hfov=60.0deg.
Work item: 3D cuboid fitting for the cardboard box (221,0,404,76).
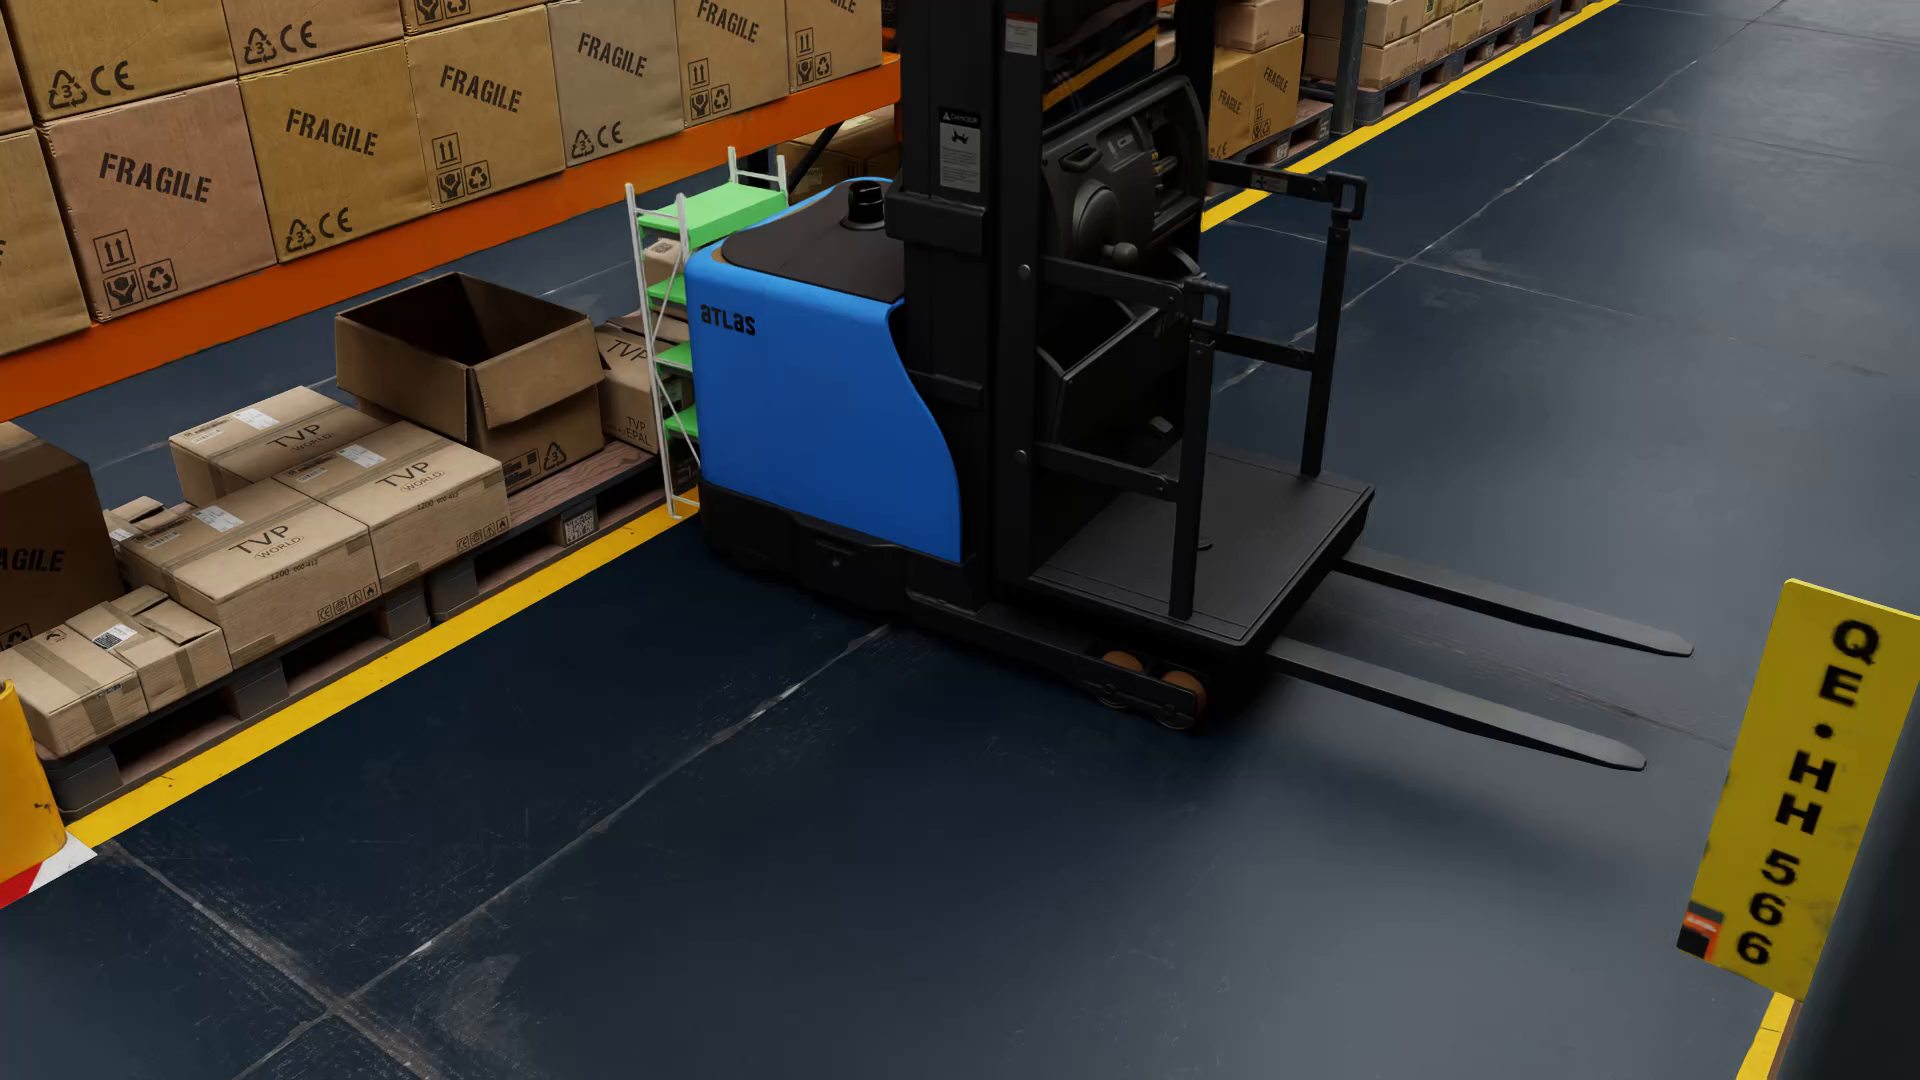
[{"bbox_3d":[-1.858,-1.559,4.360,0.500,0.500,0.500,22,37,32],"label":"cardboard box"}]

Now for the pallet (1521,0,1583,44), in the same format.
[{"bbox_3d":[3.879,-3.937,12.186,1.003,0.211,1.213,21,37,31],"label":"pallet"}]

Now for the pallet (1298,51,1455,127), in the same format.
[{"bbox_3d":[2.406,-2.945,10.512,1.003,0.211,1.213,21,37,31],"label":"pallet"}]

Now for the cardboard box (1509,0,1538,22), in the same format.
[{"bbox_3d":[3.658,-3.775,11.462,0.500,0.250,0.500,22,37,32],"label":"cardboard box"}]

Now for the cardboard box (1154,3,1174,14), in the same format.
[{"bbox_3d":[1.375,-2.839,9.618,0.500,0.500,0.500,23,38,33],"label":"cardboard box"}]

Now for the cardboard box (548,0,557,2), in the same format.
[{"bbox_3d":[-1.247,-1.970,5.054,0.500,0.500,0.500,21,37,32],"label":"cardboard box"}]

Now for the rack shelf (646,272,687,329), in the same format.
[{"bbox_3d":[-0.813,-0.836,5.623,0.258,0.148,0.480,17,34,31],"label":"rack shelf"}]

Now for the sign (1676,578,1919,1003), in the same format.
[{"bbox_3d":[0.576,0.180,1.136,0.100,0.325,0.005,21,37,31],"label":"sign"}]

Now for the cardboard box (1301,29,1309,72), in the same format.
[{"bbox_3d":[2.001,-3.109,10.339,0.500,0.250,0.500,22,37,32],"label":"cardboard box"}]

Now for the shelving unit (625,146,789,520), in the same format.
[{"bbox_3d":[-0.807,-0.681,5.708,0.258,1.200,0.503,17,34,31],"label":"shelving unit"}]

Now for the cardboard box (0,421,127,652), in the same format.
[{"bbox_3d":[-2.820,0.019,4.796,0.500,0.500,0.500,21,37,31],"label":"cardboard box"}]

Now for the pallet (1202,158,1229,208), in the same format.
[{"bbox_3d":[0.660,-1.837,8.643,1.003,0.211,1.213,21,37,31],"label":"pallet"}]

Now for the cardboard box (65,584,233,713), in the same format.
[{"bbox_3d":[-2.274,0.293,4.661,0.380,0.166,0.250,21,37,31],"label":"cardboard box"}]

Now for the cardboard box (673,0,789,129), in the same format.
[{"bbox_3d":[-0.944,-1.747,5.658,0.500,0.500,0.500,22,37,33],"label":"cardboard box"}]

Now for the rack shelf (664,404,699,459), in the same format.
[{"bbox_3d":[-0.797,-0.415,5.853,0.258,0.148,0.480,17,34,31],"label":"rack shelf"}]

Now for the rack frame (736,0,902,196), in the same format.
[{"bbox_3d":[-0.537,-2.196,6.514,1.000,3.000,0.127,21,37,31],"label":"rack frame"}]

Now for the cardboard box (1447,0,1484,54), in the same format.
[{"bbox_3d":[3.040,-3.360,10.763,0.500,0.250,0.500,20,36,30],"label":"cardboard box"}]

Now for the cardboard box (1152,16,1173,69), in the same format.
[{"bbox_3d":[0.855,-2.365,8.083,0.500,0.250,0.500,20,36,30],"label":"cardboard box"}]

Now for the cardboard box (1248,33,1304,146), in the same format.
[{"bbox_3d":[1.500,-2.484,9.019,0.500,0.500,0.500,23,37,33],"label":"cardboard box"}]

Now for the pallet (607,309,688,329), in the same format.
[{"bbox_3d":[-0.952,-0.718,6.754,1.003,0.211,1.213,21,37,31],"label":"pallet"}]

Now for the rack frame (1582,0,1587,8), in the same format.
[{"bbox_3d":[4.292,-5.448,12.001,1.000,3.000,0.127,21,37,31],"label":"rack frame"}]

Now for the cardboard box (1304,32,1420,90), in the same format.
[{"bbox_3d":[2.428,-2.942,10.058,0.500,0.250,0.500,21,37,31],"label":"cardboard box"}]

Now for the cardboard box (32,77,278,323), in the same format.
[{"bbox_3d":[-2.166,-0.924,4.269,0.500,0.500,0.500,21,36,31],"label":"cardboard box"}]

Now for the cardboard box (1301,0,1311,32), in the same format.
[{"bbox_3d":[1.998,-3.350,10.195,0.500,0.311,0.500,22,37,33],"label":"cardboard box"}]

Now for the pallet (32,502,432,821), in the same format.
[{"bbox_3d":[-2.425,0.274,5.081,1.003,0.211,1.213,21,37,31],"label":"pallet"}]

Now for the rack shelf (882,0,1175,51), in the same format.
[{"bbox_3d":[0.670,-2.700,8.069,1.077,0.370,4.000,21,37,31],"label":"rack shelf"}]

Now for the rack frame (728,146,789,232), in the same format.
[{"bbox_3d":[-0.668,-0.781,5.881,0.240,1.200,0.015,17,34,31],"label":"rack frame"}]

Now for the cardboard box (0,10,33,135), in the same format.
[{"bbox_3d":[-2.473,-1.143,3.657,0.500,0.500,0.500,22,37,33],"label":"cardboard box"}]

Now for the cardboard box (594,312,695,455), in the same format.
[{"bbox_3d":[-1.107,-0.605,6.035,0.500,0.311,0.500,21,37,31],"label":"cardboard box"}]

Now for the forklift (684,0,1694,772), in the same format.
[{"bbox_3d":[0.653,-1.022,4.599,3.031,2.935,1.130,17,35,27],"label":"forklift"}]

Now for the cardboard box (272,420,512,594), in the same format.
[{"bbox_3d":[-1.793,-0.117,5.271,0.500,0.250,0.500,21,37,31],"label":"cardboard box"}]

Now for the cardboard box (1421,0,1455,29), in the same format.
[{"bbox_3d":[2.738,-3.400,10.279,0.500,0.311,0.500,20,36,30],"label":"cardboard box"}]

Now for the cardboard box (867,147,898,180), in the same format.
[{"bbox_3d":[-0.051,-1.432,7.244,0.500,0.500,0.500,19,36,29],"label":"cardboard box"}]

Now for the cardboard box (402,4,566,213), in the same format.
[{"bbox_3d":[-1.558,-1.330,4.953,0.500,0.500,0.500,22,37,32],"label":"cardboard box"}]

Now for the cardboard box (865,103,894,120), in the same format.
[{"bbox_3d":[-0.162,-1.797,7.861,0.500,0.500,0.500,21,37,31],"label":"cardboard box"}]

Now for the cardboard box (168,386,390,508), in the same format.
[{"bbox_3d":[-2.222,-0.250,5.496,0.500,0.250,0.500,21,37,31],"label":"cardboard box"}]
